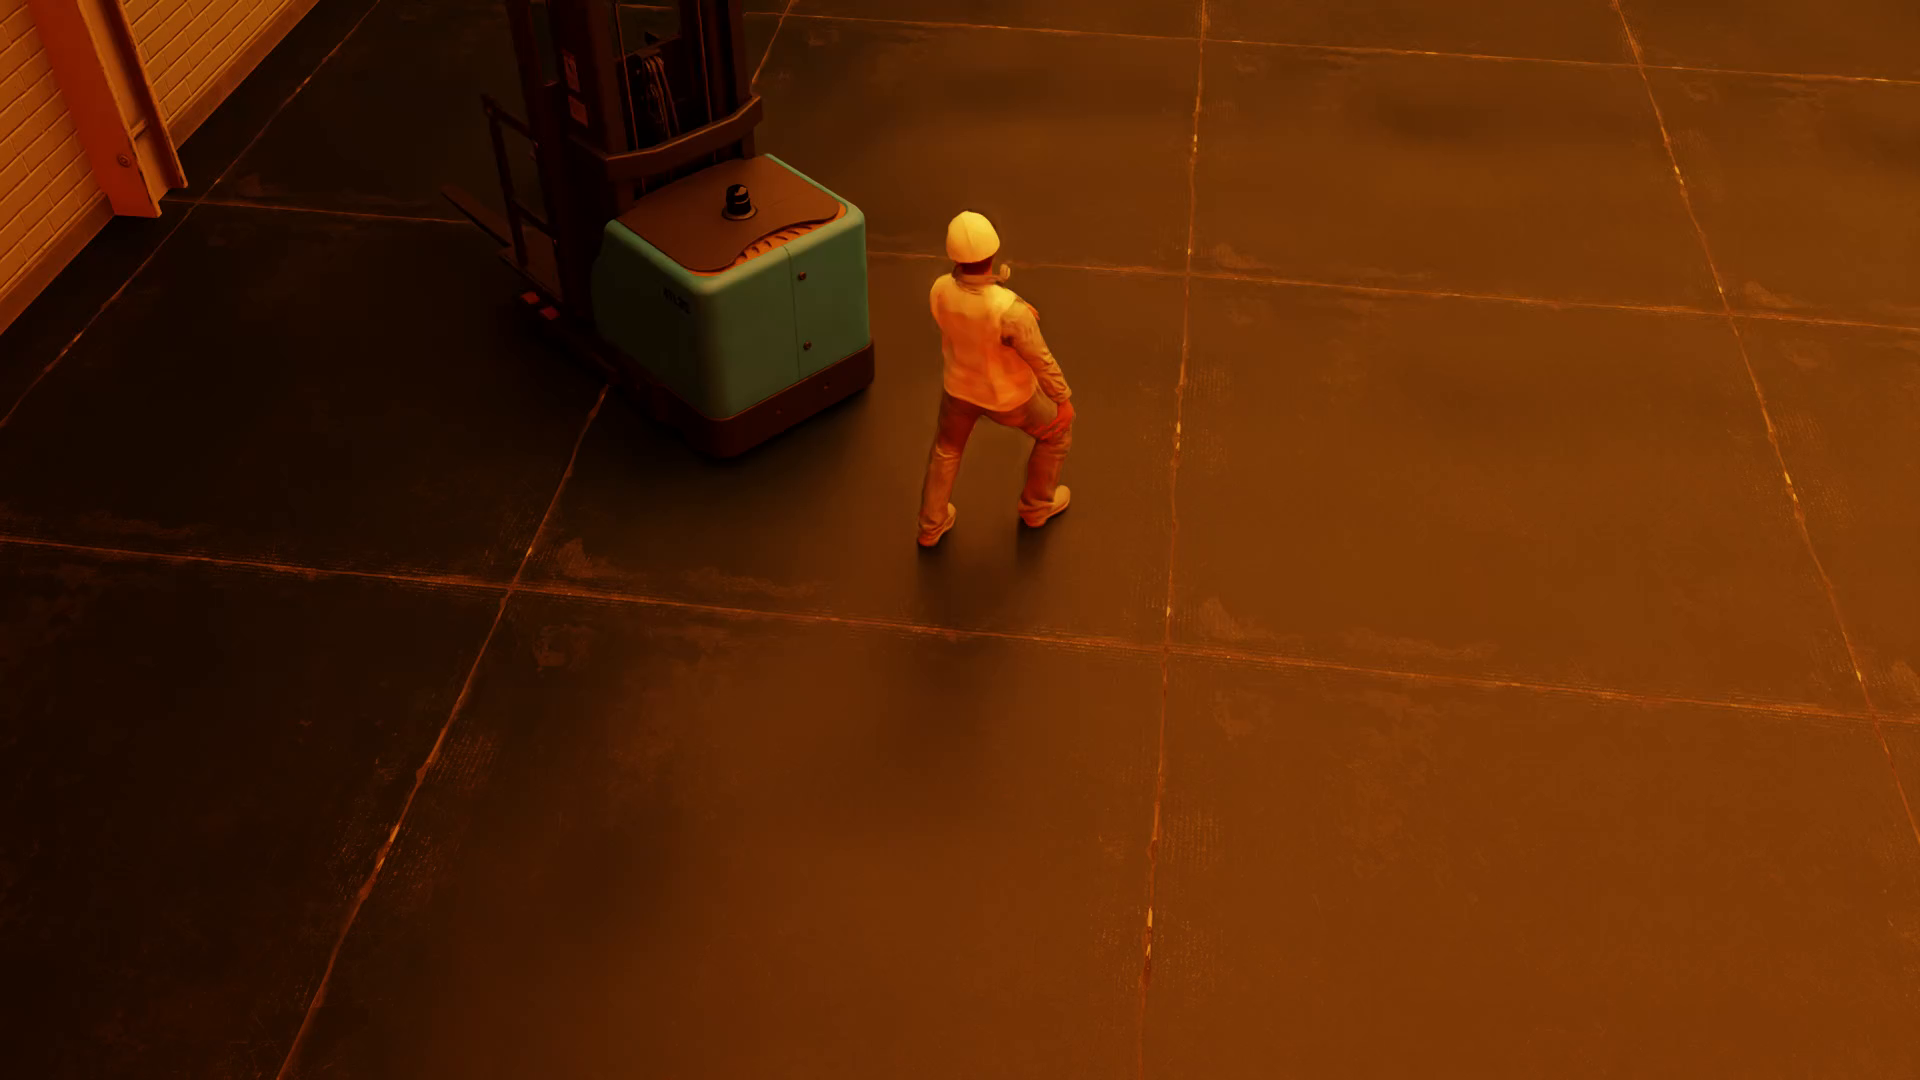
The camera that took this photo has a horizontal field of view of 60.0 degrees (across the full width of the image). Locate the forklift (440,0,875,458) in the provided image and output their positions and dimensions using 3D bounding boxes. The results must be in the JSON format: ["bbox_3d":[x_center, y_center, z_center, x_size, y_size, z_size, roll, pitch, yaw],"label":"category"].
[{"bbox_3d":[-1.811,-2.395,8.332,1.130,2.935,3.031,-32,51,-30],"label":"forklift"}]

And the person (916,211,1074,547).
[{"bbox_3d":[0.215,-0.727,7.442,0.693,1.690,0.792,19,46,20],"label":"person"}]
